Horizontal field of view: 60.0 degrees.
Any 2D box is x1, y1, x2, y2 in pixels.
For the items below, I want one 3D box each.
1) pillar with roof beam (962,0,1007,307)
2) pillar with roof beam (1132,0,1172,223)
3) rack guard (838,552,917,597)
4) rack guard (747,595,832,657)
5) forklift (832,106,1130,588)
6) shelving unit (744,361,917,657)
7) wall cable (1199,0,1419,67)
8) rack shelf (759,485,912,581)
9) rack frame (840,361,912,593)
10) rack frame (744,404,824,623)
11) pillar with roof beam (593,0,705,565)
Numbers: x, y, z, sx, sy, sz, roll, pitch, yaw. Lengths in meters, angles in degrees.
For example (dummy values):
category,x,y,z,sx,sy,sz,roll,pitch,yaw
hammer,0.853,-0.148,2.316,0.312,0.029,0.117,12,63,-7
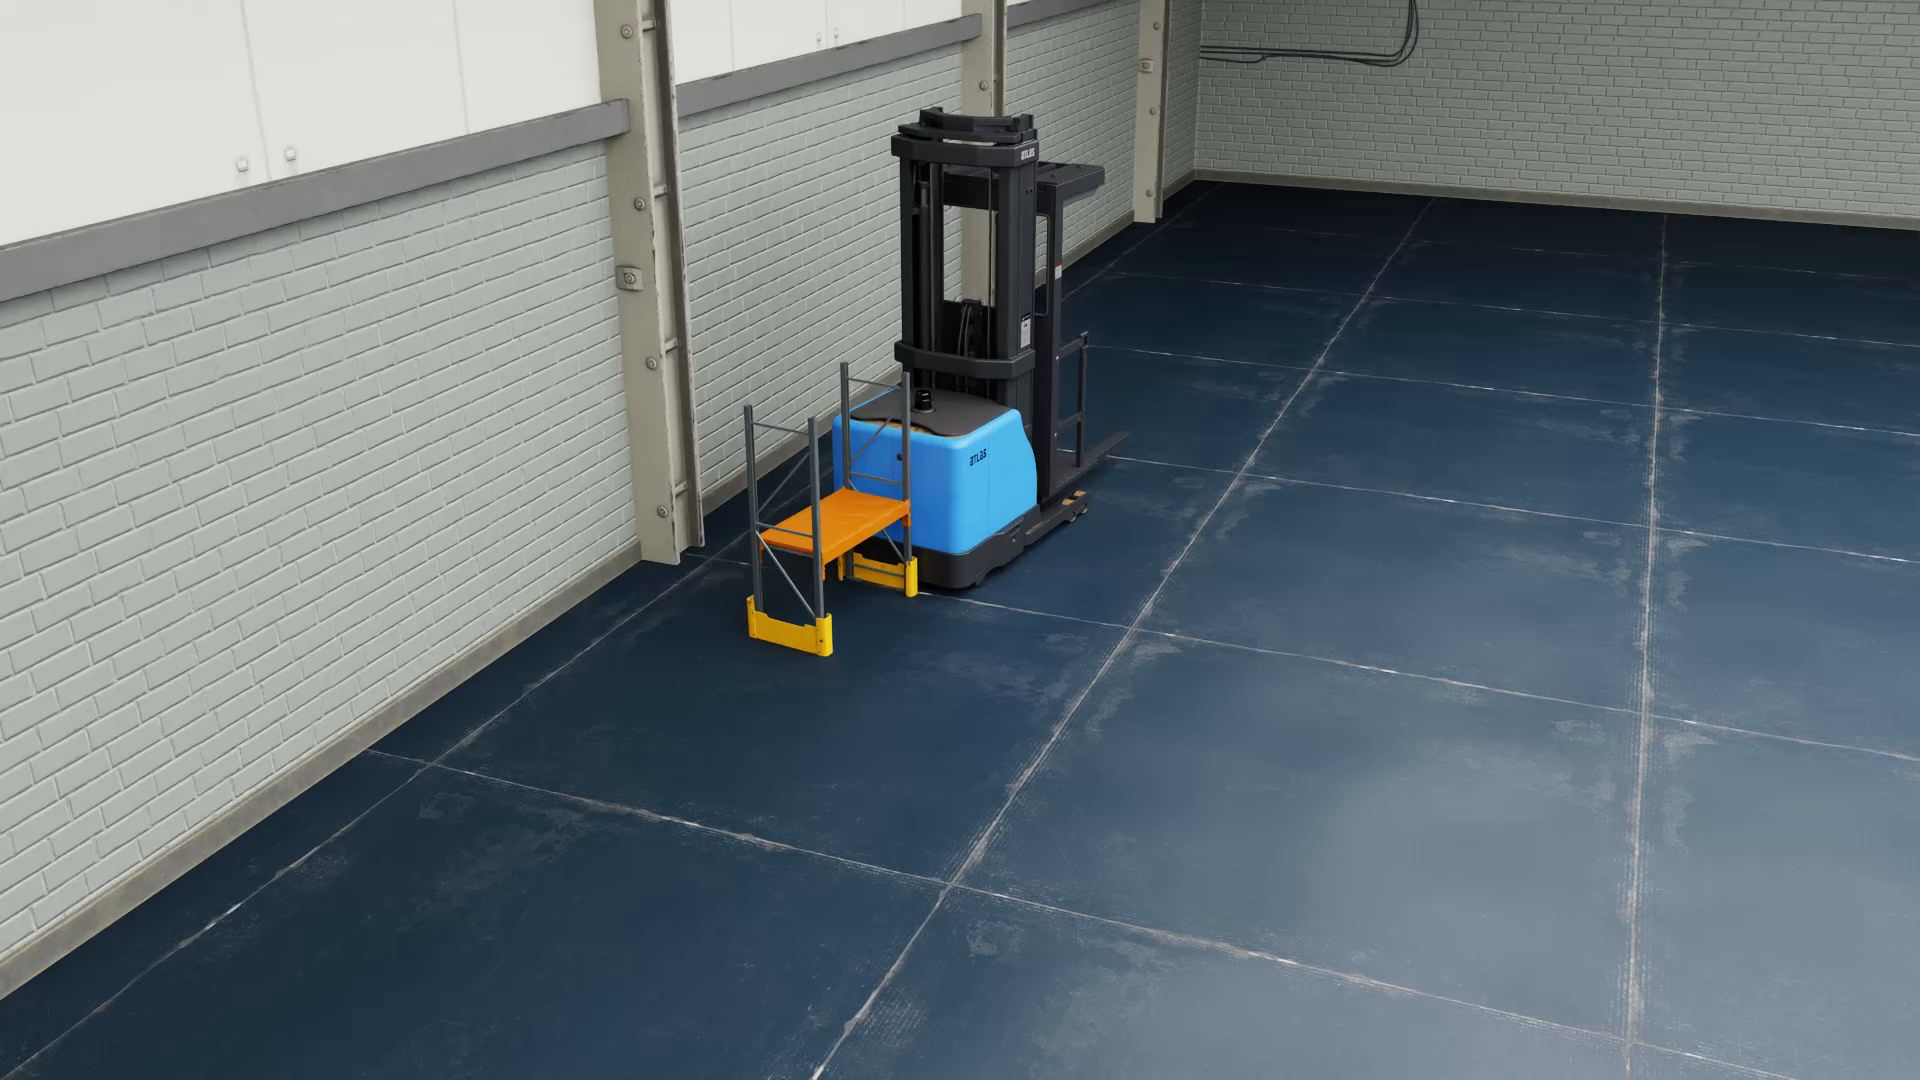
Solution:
category,x,y,z,sx,sy,sz,roll,pitch,yaw
pillar with roof beam,4.222,-5.604,13.492,9.100,9.000,0.400,9,24,20
pillar with roof beam,6.450,-7.751,18.632,9.100,9.000,0.400,9,24,20
rack guard,-0.548,0.190,10.971,0.587,0.250,0.087,12,26,27
rack guard,-1.044,0.523,10.174,0.587,0.250,0.087,12,26,27
forklift,0.312,-1.562,11.687,1.130,2.935,3.031,12,26,27
shelving unit,-0.796,-0.220,10.332,0.587,1.500,1.083,12,26,27
wall cable,4.775,-7.800,22.777,3.097,2.526,0.112,9,24,20
rack shelf,-0.791,-0.057,10.408,0.538,0.185,1.000,12,26,27
rack frame,-0.538,-0.393,10.746,0.500,1.500,0.032,12,26,27
rack frame,-1.044,-0.054,9.932,0.500,1.500,0.032,12,26,27
pillar with roof beam,1.993,-3.457,8.351,9.100,9.000,0.400,9,24,20
